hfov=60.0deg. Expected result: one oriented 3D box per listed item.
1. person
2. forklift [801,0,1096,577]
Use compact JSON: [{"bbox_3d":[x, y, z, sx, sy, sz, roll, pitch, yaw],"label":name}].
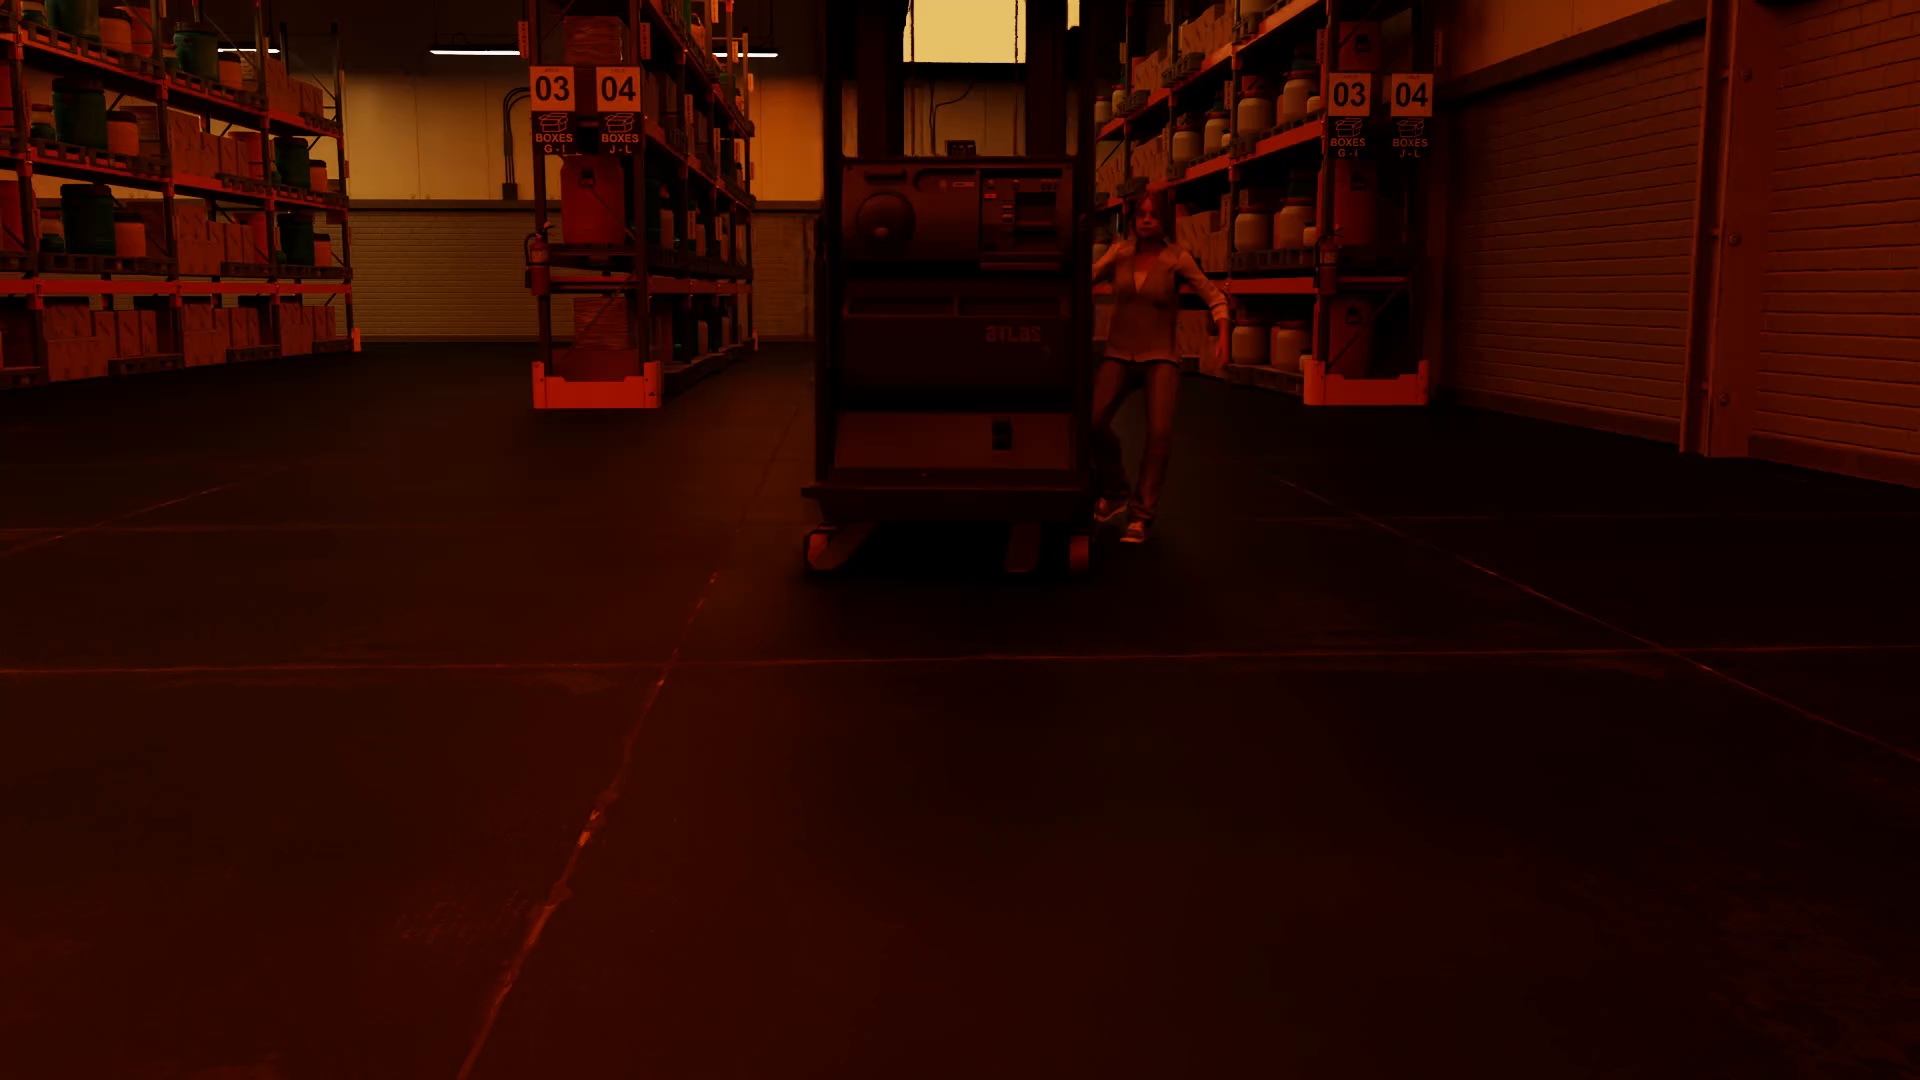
[{"bbox_3d":[0.771,-0.765,7.330,0.794,1.531,0.651,3,9,21],"label":"person"},{"bbox_3d":[-0.022,-1.356,6.466,1.130,2.935,3.031,1,8,4],"label":"forklift"}]
